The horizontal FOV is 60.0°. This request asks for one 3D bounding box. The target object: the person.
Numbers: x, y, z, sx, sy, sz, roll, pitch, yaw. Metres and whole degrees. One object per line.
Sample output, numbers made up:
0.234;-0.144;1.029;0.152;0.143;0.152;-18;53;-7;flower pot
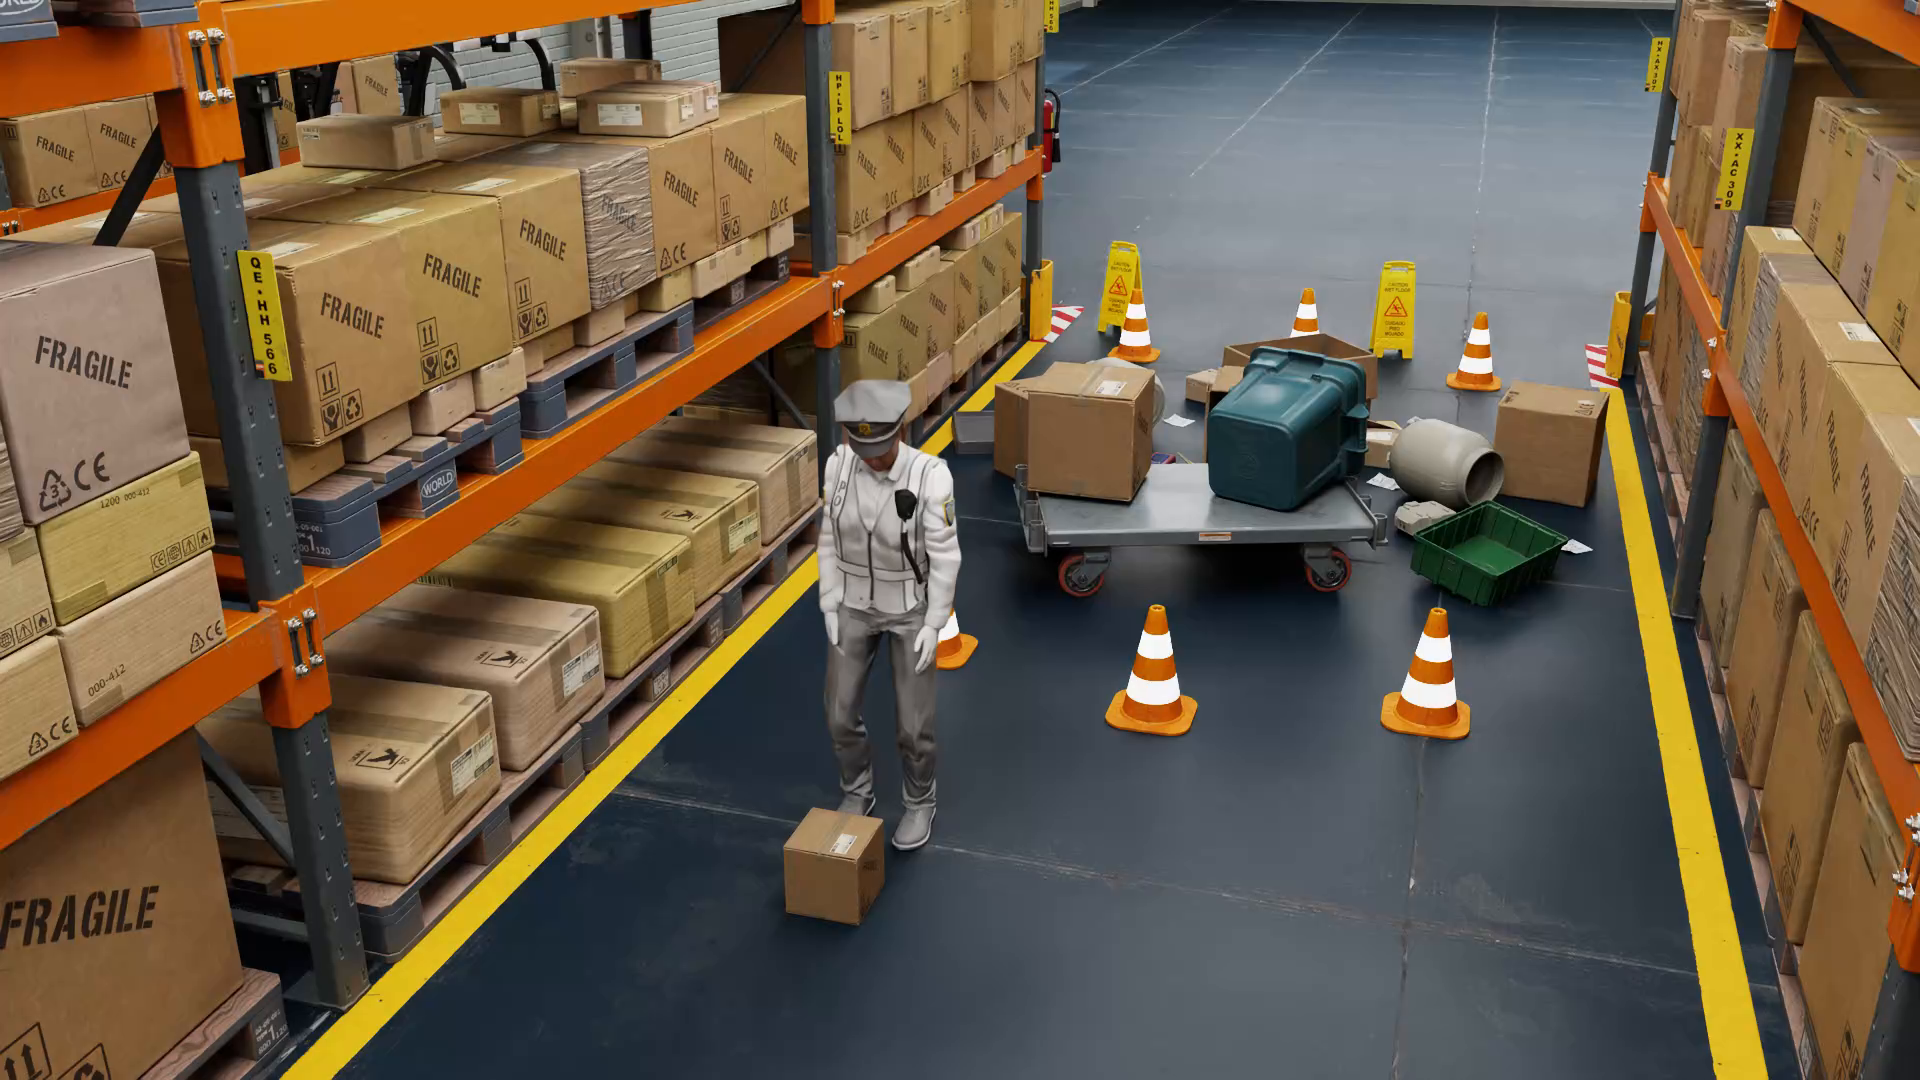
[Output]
-0.240;0.258;5.509;0.496;1.635;0.428;7;23;17;person
